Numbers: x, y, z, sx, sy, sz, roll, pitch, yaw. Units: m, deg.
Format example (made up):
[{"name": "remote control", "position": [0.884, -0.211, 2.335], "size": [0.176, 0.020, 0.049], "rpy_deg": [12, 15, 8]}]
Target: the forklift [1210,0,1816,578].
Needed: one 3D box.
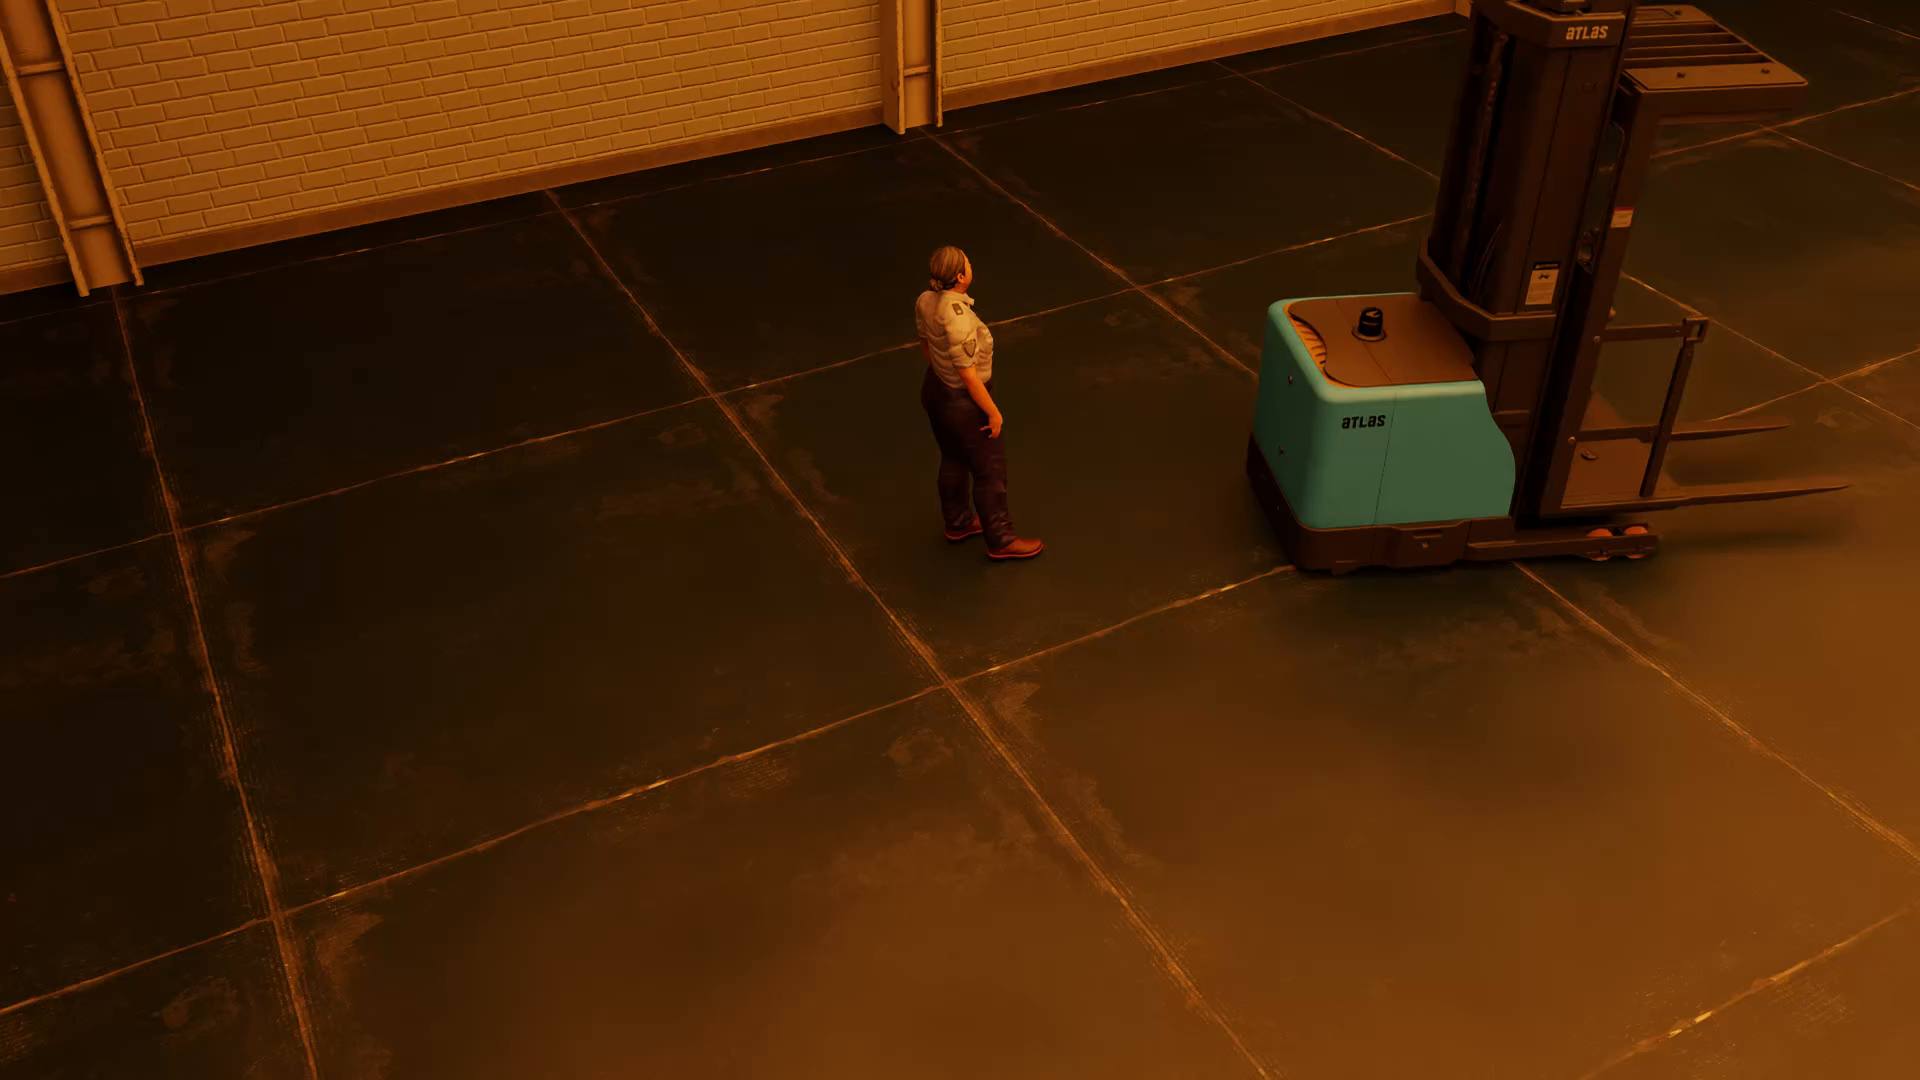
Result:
[{"name": "forklift", "position": [2.922, -1.374, 8.067], "size": [3.031, 2.935, 1.130], "rpy_deg": [-4, 35, -6]}]

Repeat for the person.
[{"name": "person", "position": [0.089, -0.688, 8.203], "size": [0.504, 1.641, 0.599], "rpy_deg": [-17, 39, -23]}]
